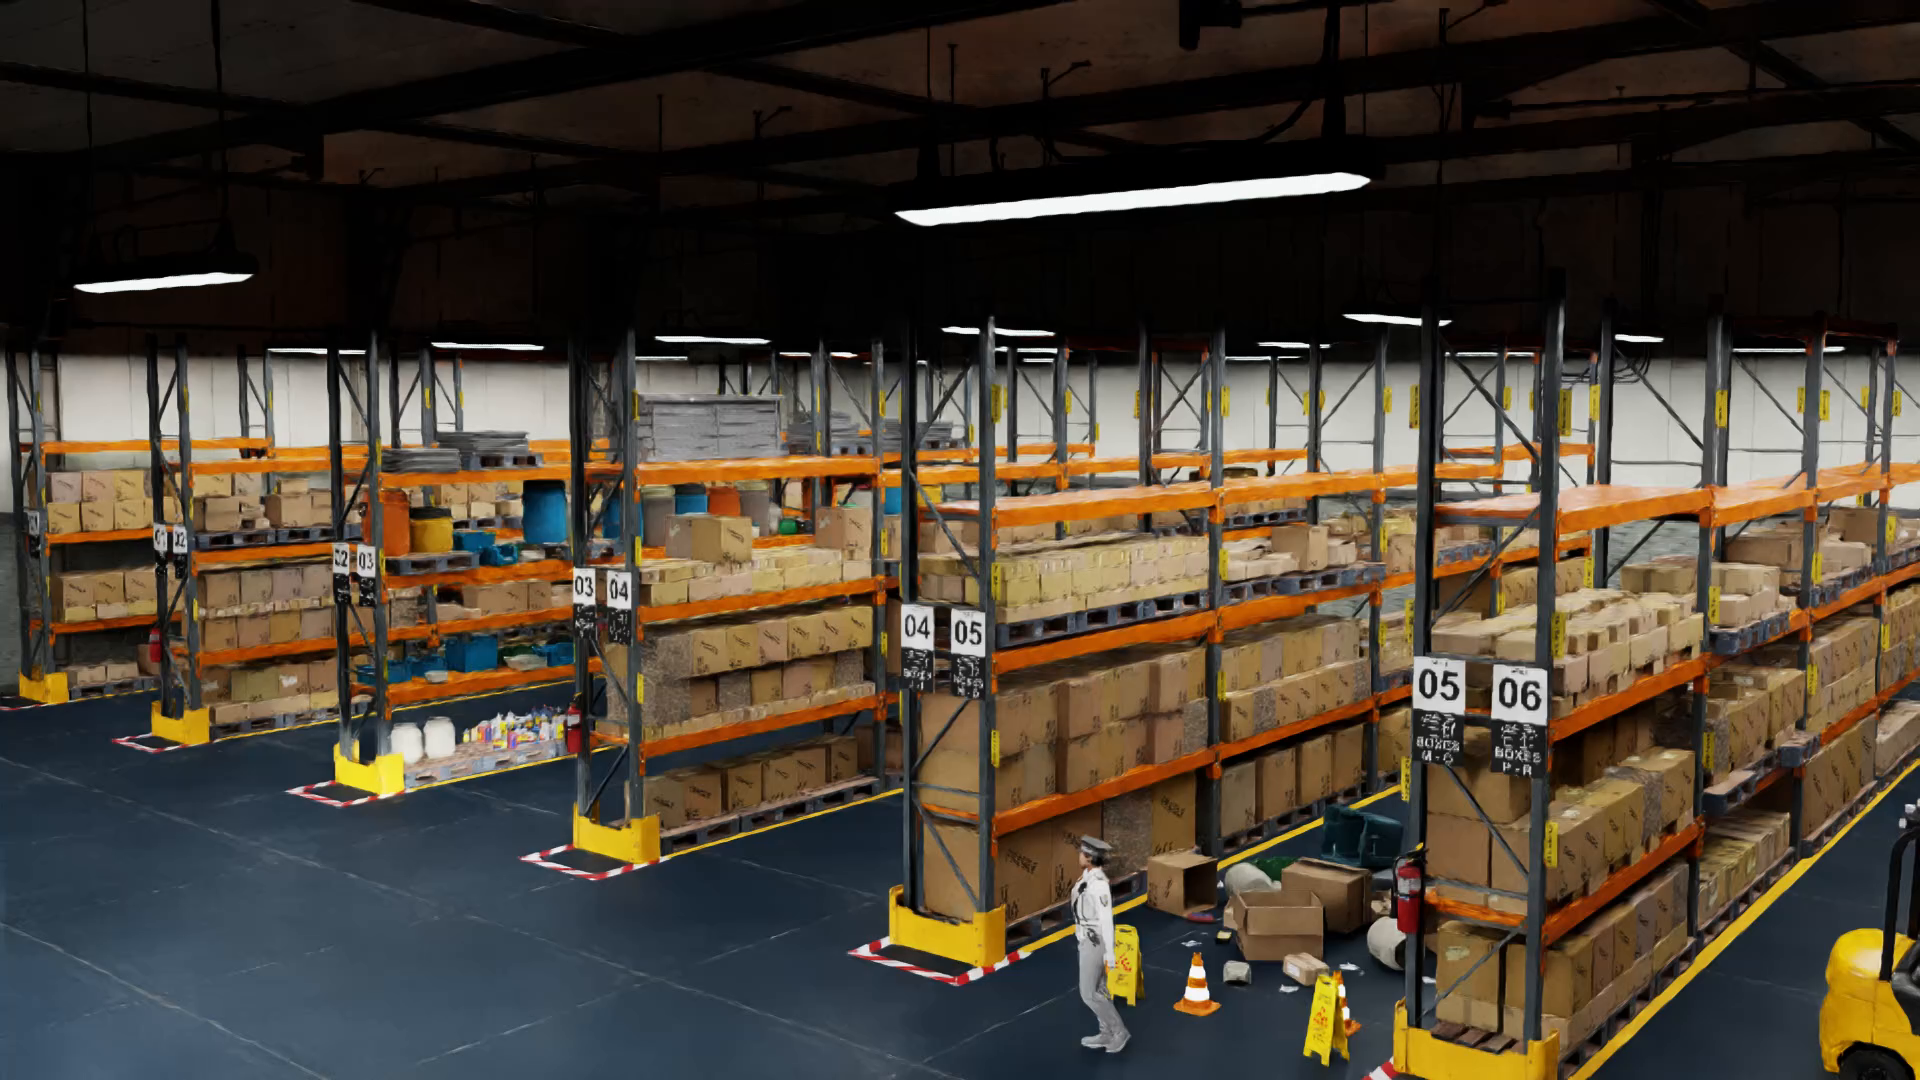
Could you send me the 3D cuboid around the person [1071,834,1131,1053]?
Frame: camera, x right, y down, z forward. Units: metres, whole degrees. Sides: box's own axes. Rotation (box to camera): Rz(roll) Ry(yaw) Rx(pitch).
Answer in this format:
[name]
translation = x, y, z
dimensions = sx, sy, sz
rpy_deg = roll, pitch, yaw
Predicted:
[person]
translation = 1.094, 3.165, 13.033
dimensions = 0.431, 1.660, 0.603
rpy_deg = 0, 5, -4
